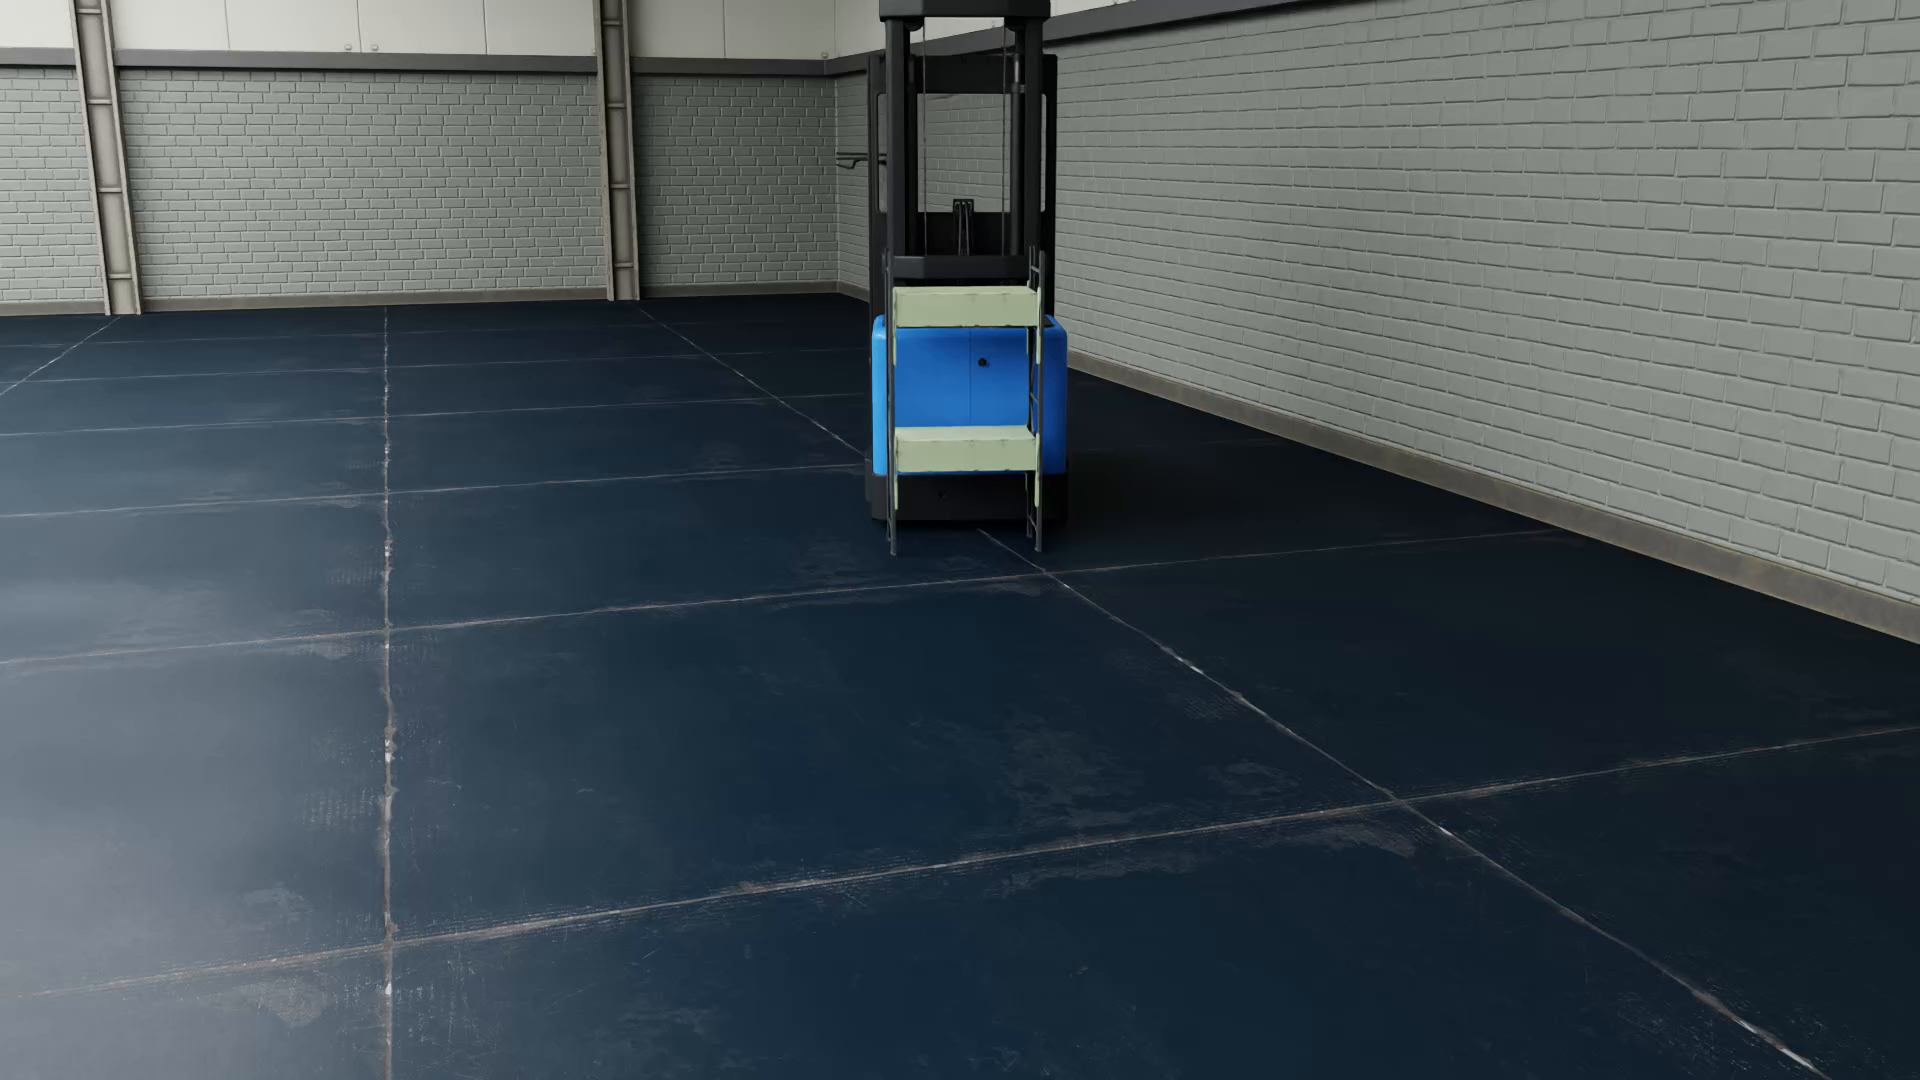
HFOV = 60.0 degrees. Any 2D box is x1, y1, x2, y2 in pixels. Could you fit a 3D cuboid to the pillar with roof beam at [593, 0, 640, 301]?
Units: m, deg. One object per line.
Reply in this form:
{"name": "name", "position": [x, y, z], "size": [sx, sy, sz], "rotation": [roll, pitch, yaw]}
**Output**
{"name": "pillar with roof beam", "position": [-3.096, -6.633, 17.084], "size": [0.400, 9.000, 9.100], "rotation": [-4, 14, -18]}

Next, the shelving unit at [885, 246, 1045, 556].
{"name": "shelving unit", "position": [0.017, -0.703, 8.356], "size": [0.755, 1.500, 0.431], "rotation": [-1, 13, -5]}

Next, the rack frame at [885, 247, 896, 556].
{"name": "rack frame", "position": [-0.348, -0.695, 8.324], "size": [0.023, 1.500, 0.400], "rotation": [-1, 13, -5]}

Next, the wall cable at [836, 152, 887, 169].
{"name": "wall cable", "position": [-1.255, -5.994, 21.108], "size": [0.112, 2.526, 3.097], "rotation": [-4, 14, -18]}

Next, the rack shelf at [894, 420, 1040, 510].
{"name": "rack shelf", "position": [0.017, -0.385, 8.431], "size": [0.720, 0.370, 0.431], "rotation": [-1, 13, -5]}

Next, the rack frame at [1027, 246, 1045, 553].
{"name": "rack frame", "position": [0.381, -0.710, 8.388], "size": [0.023, 1.500, 0.400], "rotation": [-1, 13, -5]}

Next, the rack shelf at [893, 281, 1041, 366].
{"name": "rack shelf", "position": [0.017, -1.082, 8.265], "size": [0.720, 0.370, 0.431], "rotation": [-1, 13, -5]}

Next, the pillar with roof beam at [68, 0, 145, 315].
{"name": "pillar with roof beam", "position": [-8.783, -6.191, 15.223], "size": [0.400, 9.000, 9.100], "rotation": [-4, 14, -18]}

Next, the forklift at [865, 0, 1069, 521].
{"name": "forklift", "position": [0.001, -1.811, 9.923], "size": [1.130, 2.935, 3.031], "rotation": [0, 13, -2]}
